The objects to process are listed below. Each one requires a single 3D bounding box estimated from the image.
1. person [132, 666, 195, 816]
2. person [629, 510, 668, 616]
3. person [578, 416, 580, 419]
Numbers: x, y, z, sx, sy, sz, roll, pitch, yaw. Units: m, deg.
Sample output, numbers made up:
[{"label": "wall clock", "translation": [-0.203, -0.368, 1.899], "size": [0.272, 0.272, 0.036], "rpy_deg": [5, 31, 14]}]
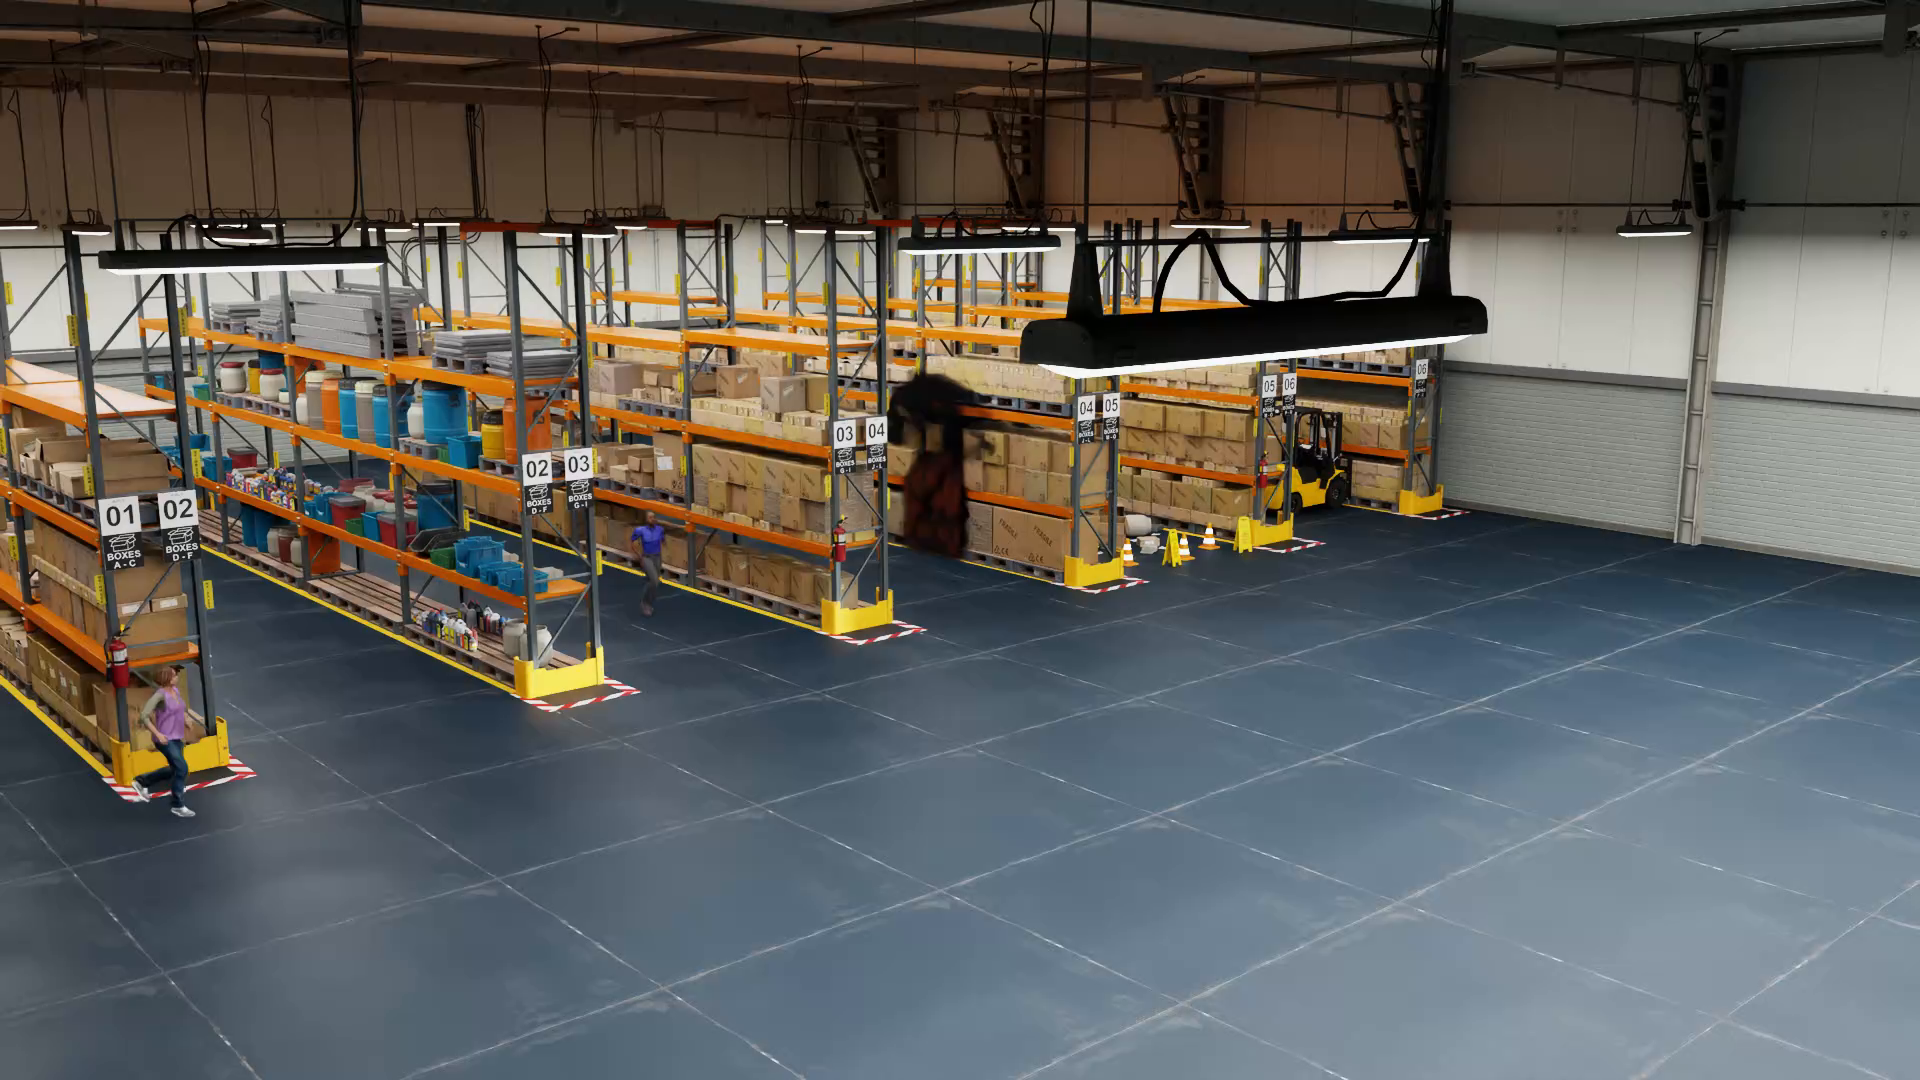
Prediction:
[{"label": "person", "translation": [-8.412, 2.115, 17.565], "size": [0.695, 1.571, 0.587], "rpy_deg": [0, 11, 2]}, {"label": "person", "translation": [-4.807, 0.359, 26.005], "size": [0.551, 1.670, 0.676], "rpy_deg": [-10, 15, -42]}, {"label": "person", "translation": [-8.238, -1.831, 36.357], "size": [0.893, 1.831, 0.666], "rpy_deg": [10, 15, 39]}]
